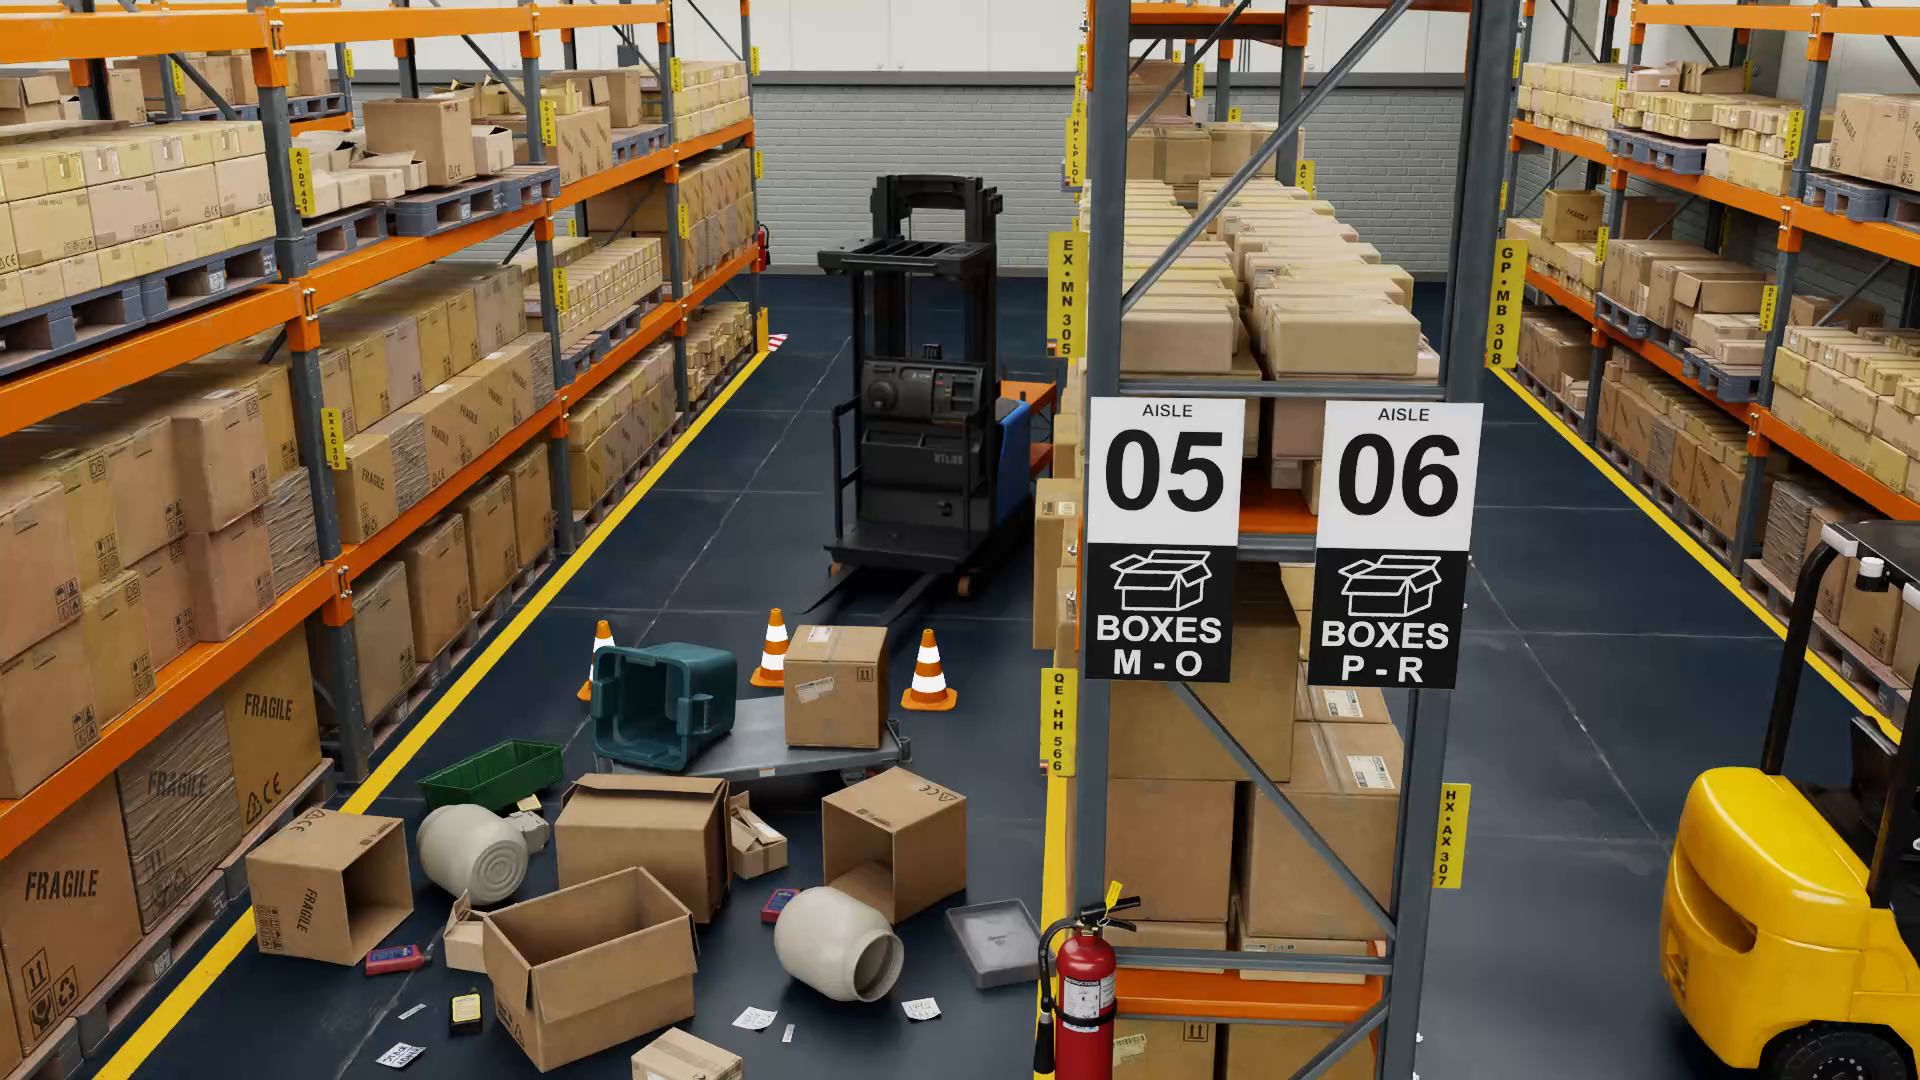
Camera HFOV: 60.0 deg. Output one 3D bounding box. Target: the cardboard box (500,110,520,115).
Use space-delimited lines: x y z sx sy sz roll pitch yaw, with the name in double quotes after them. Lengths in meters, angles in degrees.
-3.732 -3.143 13.221 0.500 0.500 0.500 1 18 4 "cardboard box"

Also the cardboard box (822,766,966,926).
-0.318 1.479 8.103 0.500 0.500 0.500 17 25 41 "cardboard box"

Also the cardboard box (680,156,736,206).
-2.818 -4.014 18.611 0.500 0.500 0.500 2 18 7 "cardboard box"

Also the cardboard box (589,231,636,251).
-3.503 -2.919 16.877 0.500 0.500 0.500 1 18 4 "cardboard box"

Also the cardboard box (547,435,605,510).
-3.237 -0.557 13.647 0.500 0.500 0.500 1 18 2 "cardboard box"

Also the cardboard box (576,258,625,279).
-3.184 -2.403 14.713 0.380 0.149 0.250 0 18 1 "cardboard box"

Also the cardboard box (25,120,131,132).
-4.194 -1.916 7.924 0.380 0.149 0.250 1 18 4 "cardboard box"

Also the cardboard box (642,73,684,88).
-2.940 -4.524 16.393 0.380 0.149 0.250 1 18 2 "cardboard box"

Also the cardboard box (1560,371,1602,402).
6.413 -1.576 17.132 0.396 0.266 0.258 2 18 6 "cardboard box"

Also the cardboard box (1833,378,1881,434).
5.985 -0.859 10.666 0.500 0.250 0.500 1 18 3 "cardboard box"

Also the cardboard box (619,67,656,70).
-3.441 -4.940 17.662 0.380 0.149 0.250 1 18 3 "cardboard box"

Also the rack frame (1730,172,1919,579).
6.353 -1.143 12.094 1.000 3.000 0.127 1 18 4 "rack frame"

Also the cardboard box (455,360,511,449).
-3.380 -0.923 11.263 0.500 0.500 0.500 1 18 3 "cardboard box"

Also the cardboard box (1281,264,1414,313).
1.232 -0.790 5.322 0.380 0.149 0.250 1 18 4 "cardboard box"

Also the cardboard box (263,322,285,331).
-8.004 -2.389 18.634 0.875 0.875 0.875 1 18 4 "cardboard box"

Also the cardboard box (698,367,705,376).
-2.955 -1.766 17.898 0.380 0.149 0.250 1 18 3 "cardboard box"

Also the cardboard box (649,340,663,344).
-3.404 -2.054 17.824 0.380 0.149 0.250 2 18 6 "cardboard box"

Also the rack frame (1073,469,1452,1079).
0.829 1.232 4.846 1.000 3.000 0.127 1 18 4 "rack frame"

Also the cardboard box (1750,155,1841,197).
6.148 -2.662 12.153 0.500 0.250 0.500 1 18 2 "cardboard box"

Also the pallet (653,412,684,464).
-3.310 -1.007 16.157 1.003 0.211 1.213 1 18 4 "pallet"

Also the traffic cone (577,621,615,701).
-2.227 0.733 10.442 0.336 0.463 0.334 1 18 4 "traffic cone"

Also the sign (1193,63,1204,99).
2.231 -4.306 15.596 0.100 0.325 0.005 1 18 4 "sign"

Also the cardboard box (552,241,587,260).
-3.756 -2.738 15.736 0.380 0.149 0.250 2 18 5 "cardboard box"

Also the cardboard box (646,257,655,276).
-3.105 -2.586 15.748 0.380 0.149 0.250 1 18 4 "cardboard box"

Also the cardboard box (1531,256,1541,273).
6.488 -3.013 18.205 0.380 0.149 0.250 1 18 2 "cardboard box"

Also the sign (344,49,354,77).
-7.368 -5.751 20.044 0.100 0.325 0.005 1 18 4 "sign"

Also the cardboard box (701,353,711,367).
-2.935 -1.991 18.109 0.380 0.149 0.250 2 18 6 "cardboard box"

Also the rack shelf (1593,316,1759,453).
6.497 -1.422 14.102 1.077 0.370 4.000 1 18 4 "rack shelf"

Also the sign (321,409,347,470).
-3.275 -0.526 8.695 0.100 0.325 0.005 1 18 4 "sign"

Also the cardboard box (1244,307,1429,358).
1.176 -0.570 5.291 0.500 0.250 0.500 1 18 3 "cardboard box"

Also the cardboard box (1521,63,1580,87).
6.645 -5.228 18.705 0.500 0.250 0.500 1 18 3 "cardboard box"

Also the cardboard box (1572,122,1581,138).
6.502 -4.206 17.027 0.380 0.149 0.250 1 18 4 "cardboard box"

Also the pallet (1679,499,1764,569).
6.445 -0.049 13.233 1.003 0.211 1.213 1 18 4 "pallet"

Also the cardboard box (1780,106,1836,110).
6.686 -3.331 13.077 0.380 0.149 0.250 1 18 4 "cardboard box"

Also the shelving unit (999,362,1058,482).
0.445 -0.841 14.182 0.538 1.125 1.048 6 19 17 "shelving unit"

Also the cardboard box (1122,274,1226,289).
0.615 -0.723 5.119 0.380 0.149 0.250 1 18 3 "cardboard box"

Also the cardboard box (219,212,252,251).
-3.554 -1.444 7.764 0.380 0.149 0.250 2 18 5 "cardboard box"

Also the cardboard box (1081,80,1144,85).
1.239 -3.479 13.571 0.500 0.500 0.500 1 18 4 "cardboard box"

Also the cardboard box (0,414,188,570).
-3.989 -0.222 7.308 0.875 0.550 0.550 1 18 4 "cardboard box"

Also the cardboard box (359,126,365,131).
-3.814 -2.742 11.465 0.500 0.311 0.500 1 18 4 "cardboard box"

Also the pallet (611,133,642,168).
-3.477 -3.399 14.462 1.213 0.211 1.003 1 18 4 "pallet"

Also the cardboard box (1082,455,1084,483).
0.561 -0.269 5.013 0.380 0.149 0.250 1 18 4 "cardboard box"

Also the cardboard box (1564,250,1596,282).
6.455 -2.775 16.837 0.500 0.250 0.500 1 18 4 "cardboard box"

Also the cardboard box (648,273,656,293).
-3.104 -2.446 15.799 0.380 0.149 0.250 1 18 4 "cardboard box"

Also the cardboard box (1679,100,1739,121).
6.130 -3.517 13.613 0.380 0.149 0.250 1 18 4 "cardboard box"

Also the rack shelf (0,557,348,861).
-3.972 0.874 7.095 1.077 0.370 4.000 1 18 4 "rack shelf"

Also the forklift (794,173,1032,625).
-0.345 -1.106 12.091 1.130 2.935 3.031 6 19 17 "forklift"

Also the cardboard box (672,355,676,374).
-3.024 -1.804 17.060 0.380 0.149 0.250 2 18 6 "cardboard box"

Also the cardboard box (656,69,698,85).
-2.917 -4.764 17.124 0.380 0.149 0.250 1 18 2 "cardboard box"

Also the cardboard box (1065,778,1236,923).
0.593 0.868 5.317 0.500 0.500 0.500 1 18 3 "cardboard box"

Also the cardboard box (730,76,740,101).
-2.783 -5.100 18.792 0.500 0.250 0.500 1 18 2 "cardboard box"

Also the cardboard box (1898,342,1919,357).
6.545 -1.230 11.158 0.380 0.149 0.250 1 18 4 "cardboard box"

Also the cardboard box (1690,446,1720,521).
6.216 -0.446 13.307 0.500 0.500 0.500 1 18 3 "cardboard box"

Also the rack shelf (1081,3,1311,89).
1.259 -2.950 9.773 1.077 0.370 4.000 1 18 4 "rack shelf"

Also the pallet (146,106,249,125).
-8.126 -4.353 17.216 1.003 0.211 1.213 1 18 4 "pallet"

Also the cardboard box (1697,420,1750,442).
6.252 -0.869 13.557 0.380 0.149 0.250 2 18 6 "cardboard box"
